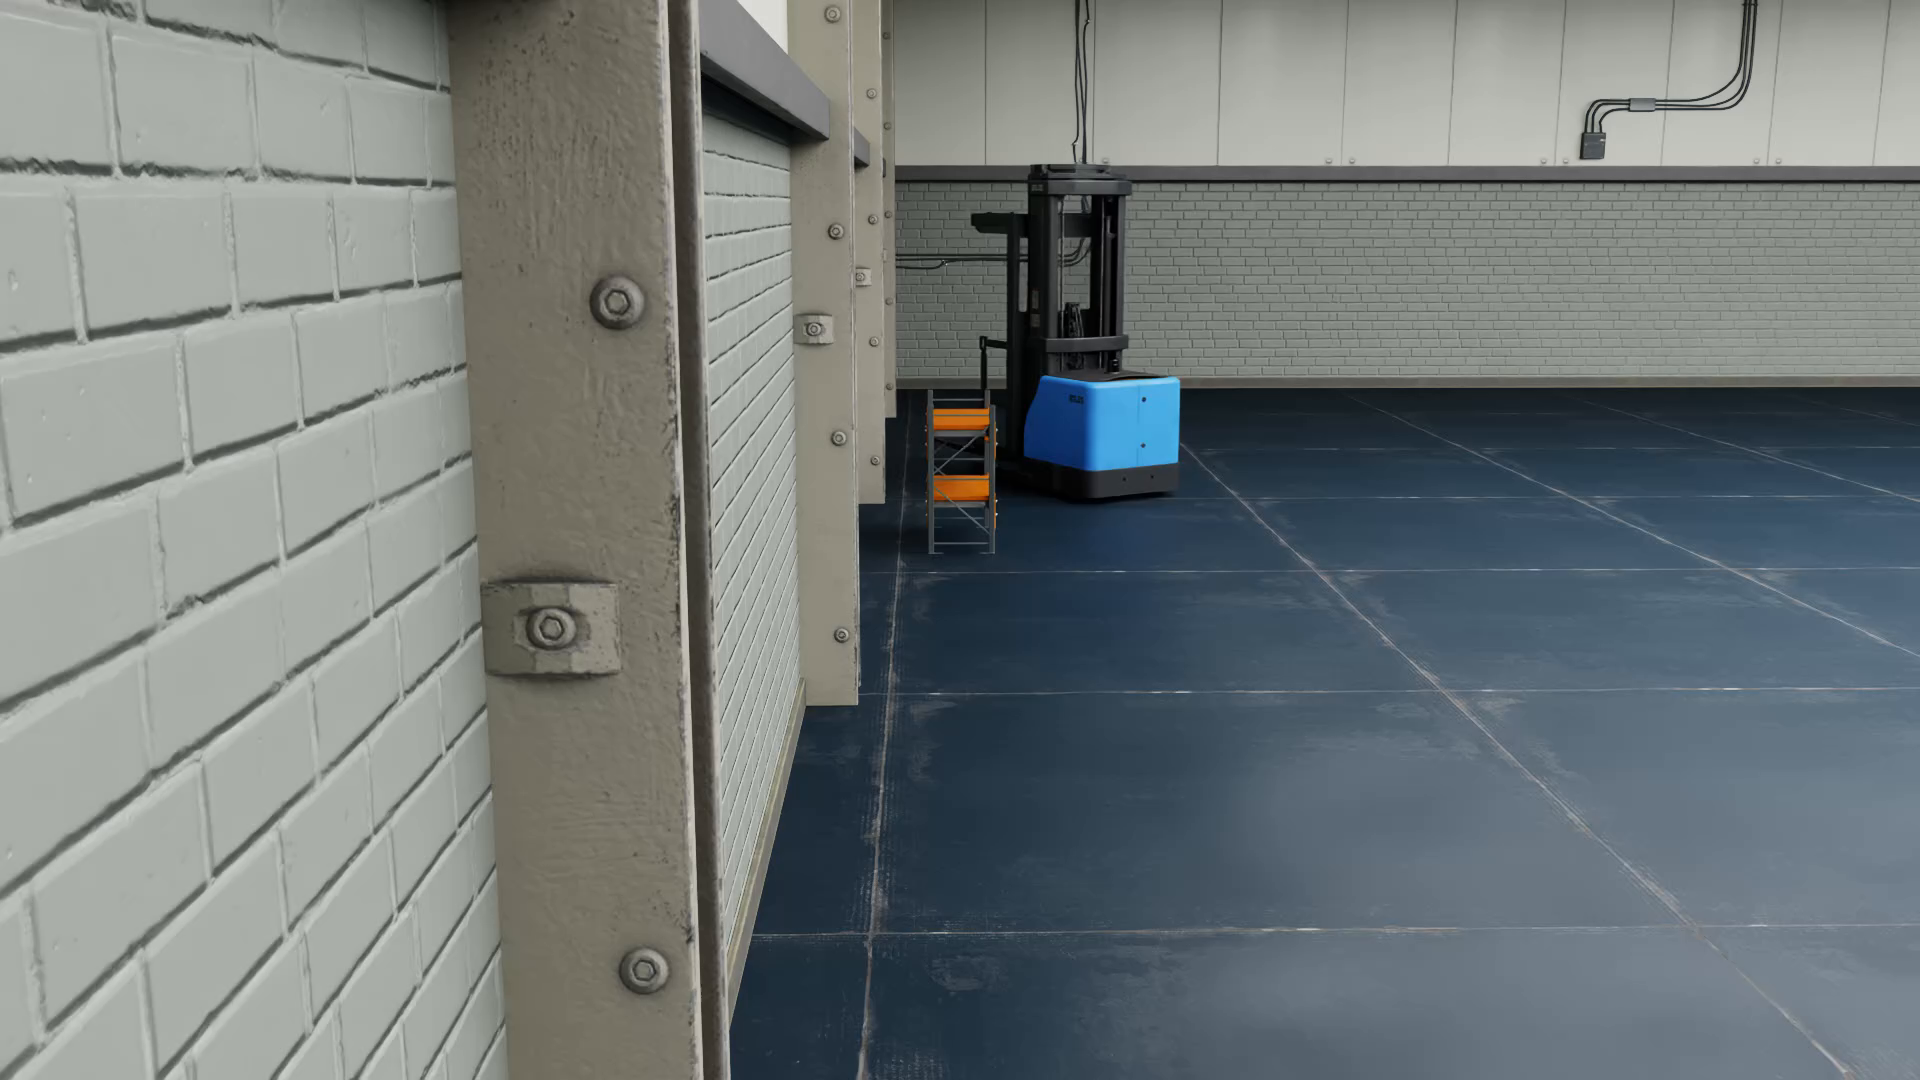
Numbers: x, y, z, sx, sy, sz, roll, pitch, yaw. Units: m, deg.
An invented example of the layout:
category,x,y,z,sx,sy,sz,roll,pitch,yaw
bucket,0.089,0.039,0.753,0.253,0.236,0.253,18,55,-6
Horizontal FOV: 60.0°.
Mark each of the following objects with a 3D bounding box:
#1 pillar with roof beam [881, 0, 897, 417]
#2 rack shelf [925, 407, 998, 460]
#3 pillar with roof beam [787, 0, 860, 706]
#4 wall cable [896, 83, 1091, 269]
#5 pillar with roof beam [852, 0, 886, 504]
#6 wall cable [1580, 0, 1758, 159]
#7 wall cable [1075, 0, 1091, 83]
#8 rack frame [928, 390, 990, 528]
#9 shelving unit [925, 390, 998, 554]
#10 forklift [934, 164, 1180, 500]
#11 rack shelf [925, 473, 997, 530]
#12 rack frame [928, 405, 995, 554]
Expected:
category,x,y,z,sx,sy,sz,roll,pitch,yaw
pillar with roof beam,3.358,-5.981,19.909,9.100,9.000,0.400,0,11,-1
rack shelf,0.000,-0.837,12.882,0.538,0.278,1.000,0,11,-1
pillar with roof beam,3.606,-3.596,8.151,9.100,9.000,0.400,0,11,-1
wall cable,0.315,-5.033,23.044,3.097,2.526,0.112,0,11,-1
pillar with roof beam,3.482,-4.789,14.030,9.100,9.000,0.400,0,11,-1
wall cable,9.806,-8.257,22.574,2.305,6.003,0.169,0,11,-1
wall cable,3.019,-7.519,22.597,3.097,2.526,0.112,0,11,-1
rack frame,-0.010,-0.651,13.439,0.500,1.125,0.032,0,11,-1
shelving unit,0.000,-0.550,12.941,0.538,1.125,1.048,0,11,-1
forklift,0.786,-2.032,15.702,1.130,2.935,3.031,-7,13,-30
rack shelf,0.000,-0.310,12.989,0.538,0.278,1.000,0,11,-1
rack frame,0.011,-0.449,12.443,0.500,1.125,0.032,0,11,-1
